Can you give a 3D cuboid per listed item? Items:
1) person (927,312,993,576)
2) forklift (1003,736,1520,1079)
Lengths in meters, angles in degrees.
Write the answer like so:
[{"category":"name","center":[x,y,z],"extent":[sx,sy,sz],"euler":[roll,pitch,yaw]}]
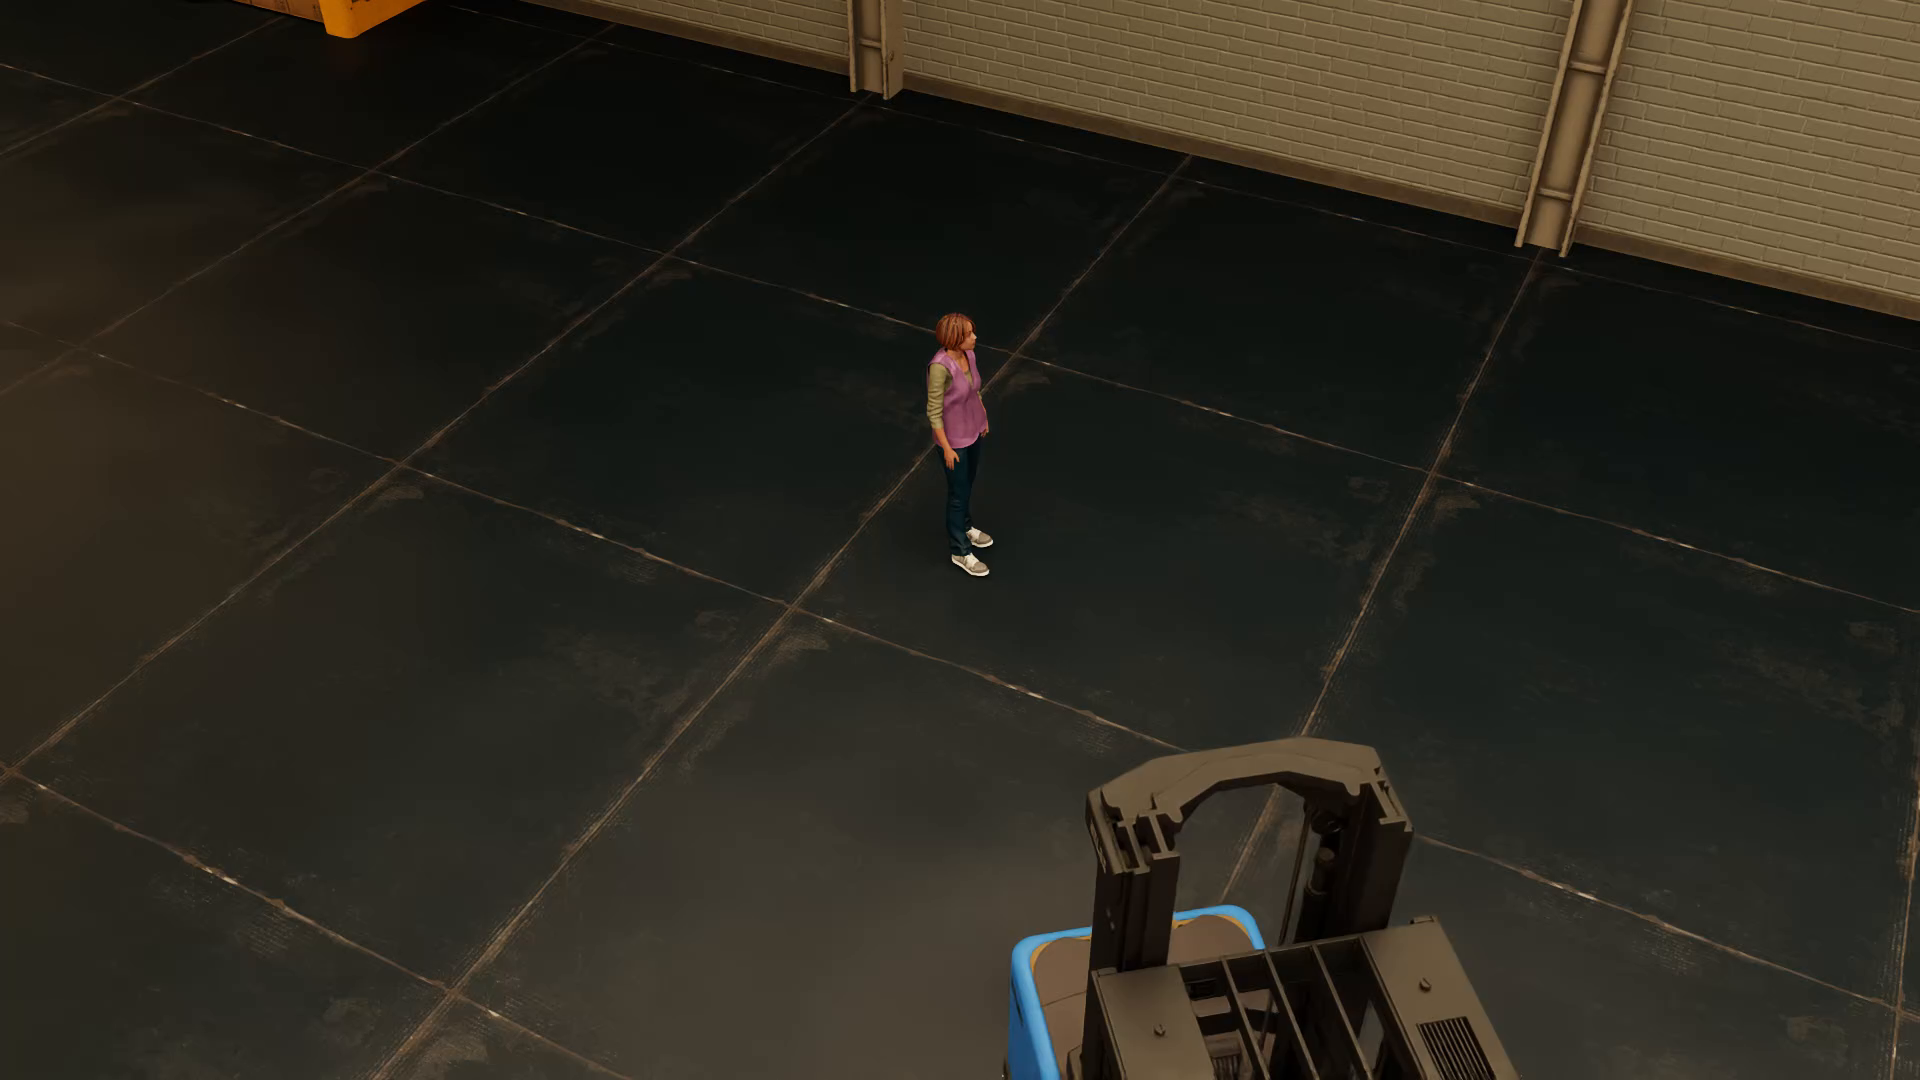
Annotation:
[{"category":"person","center":[0.059,-0.587,9.707],"extent":[0.476,1.597,0.520],"euler":[18,43,21]},{"category":"forklift","center":[0.973,2.179,5.399],"extent":[1.130,2.935,3.031],"euler":[-7,41,-8]}]
